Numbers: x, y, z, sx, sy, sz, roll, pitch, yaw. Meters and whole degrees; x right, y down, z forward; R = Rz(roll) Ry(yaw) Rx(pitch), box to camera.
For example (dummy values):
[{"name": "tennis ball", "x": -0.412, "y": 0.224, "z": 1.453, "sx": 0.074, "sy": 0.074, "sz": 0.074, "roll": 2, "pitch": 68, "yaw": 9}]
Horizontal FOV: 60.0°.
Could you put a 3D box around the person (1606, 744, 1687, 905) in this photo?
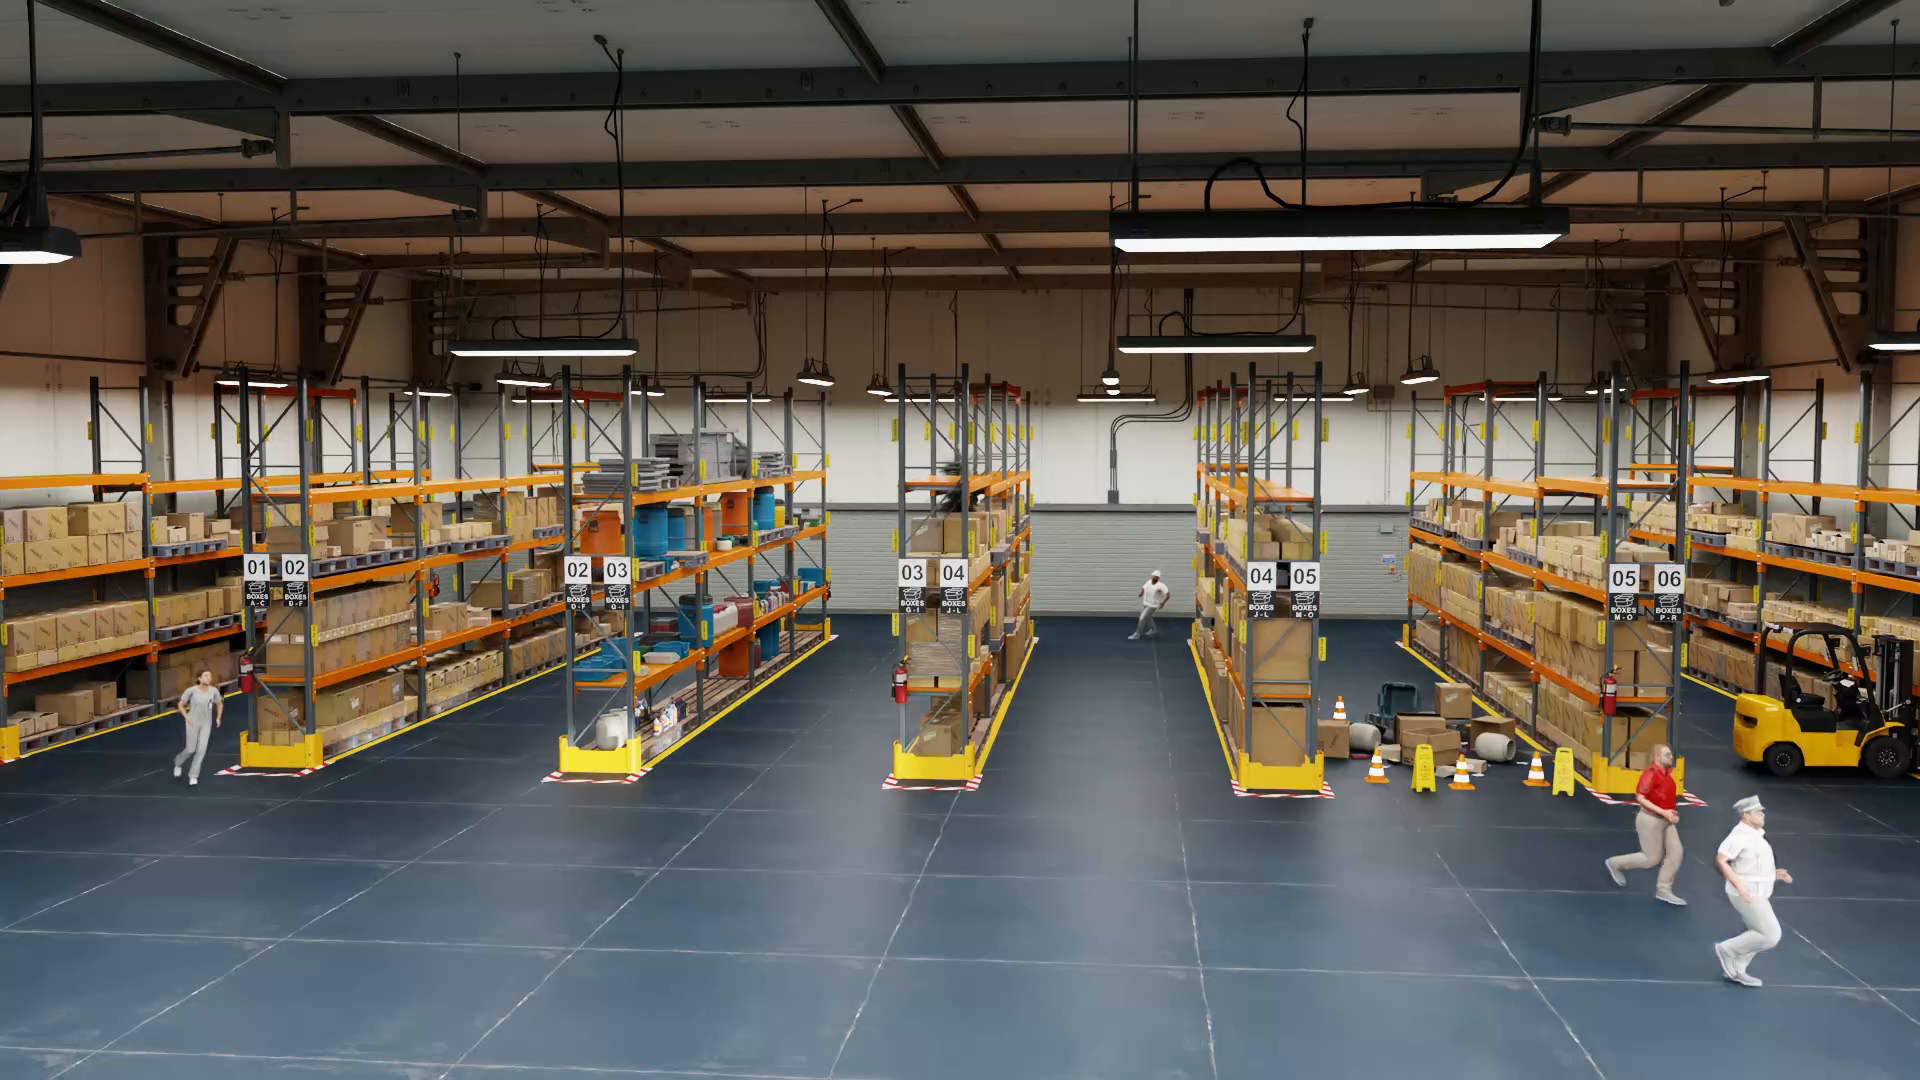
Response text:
[{"name": "person", "x": 7.399, "y": 3.016, "z": 17.835, "sx": 0.653, "sy": 1.698, "sz": 0.829, "roll": -3, "pitch": 5, "yaw": -43}]

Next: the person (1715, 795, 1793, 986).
[{"name": "person", "x": 7.178, "y": 3.170, "z": 15.018, "sx": 0.590, "sy": 1.743, "sz": 0.657, "roll": 3, "pitch": 5, "yaw": 37}]

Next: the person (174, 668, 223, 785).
[{"name": "person", "x": -10.939, "y": 2.652, "z": 23.954, "sx": 0.634, "sy": 1.623, "sz": 0.684, "roll": -3, "pitch": 5, "yaw": -42}]

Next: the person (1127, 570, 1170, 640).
[{"name": "person", "x": 4.518, "y": 1.562, "z": 40.330, "sx": 0.962, "sy": 1.687, "sz": 0.842, "roll": -1, "pitch": 4, "yaw": -13}]
